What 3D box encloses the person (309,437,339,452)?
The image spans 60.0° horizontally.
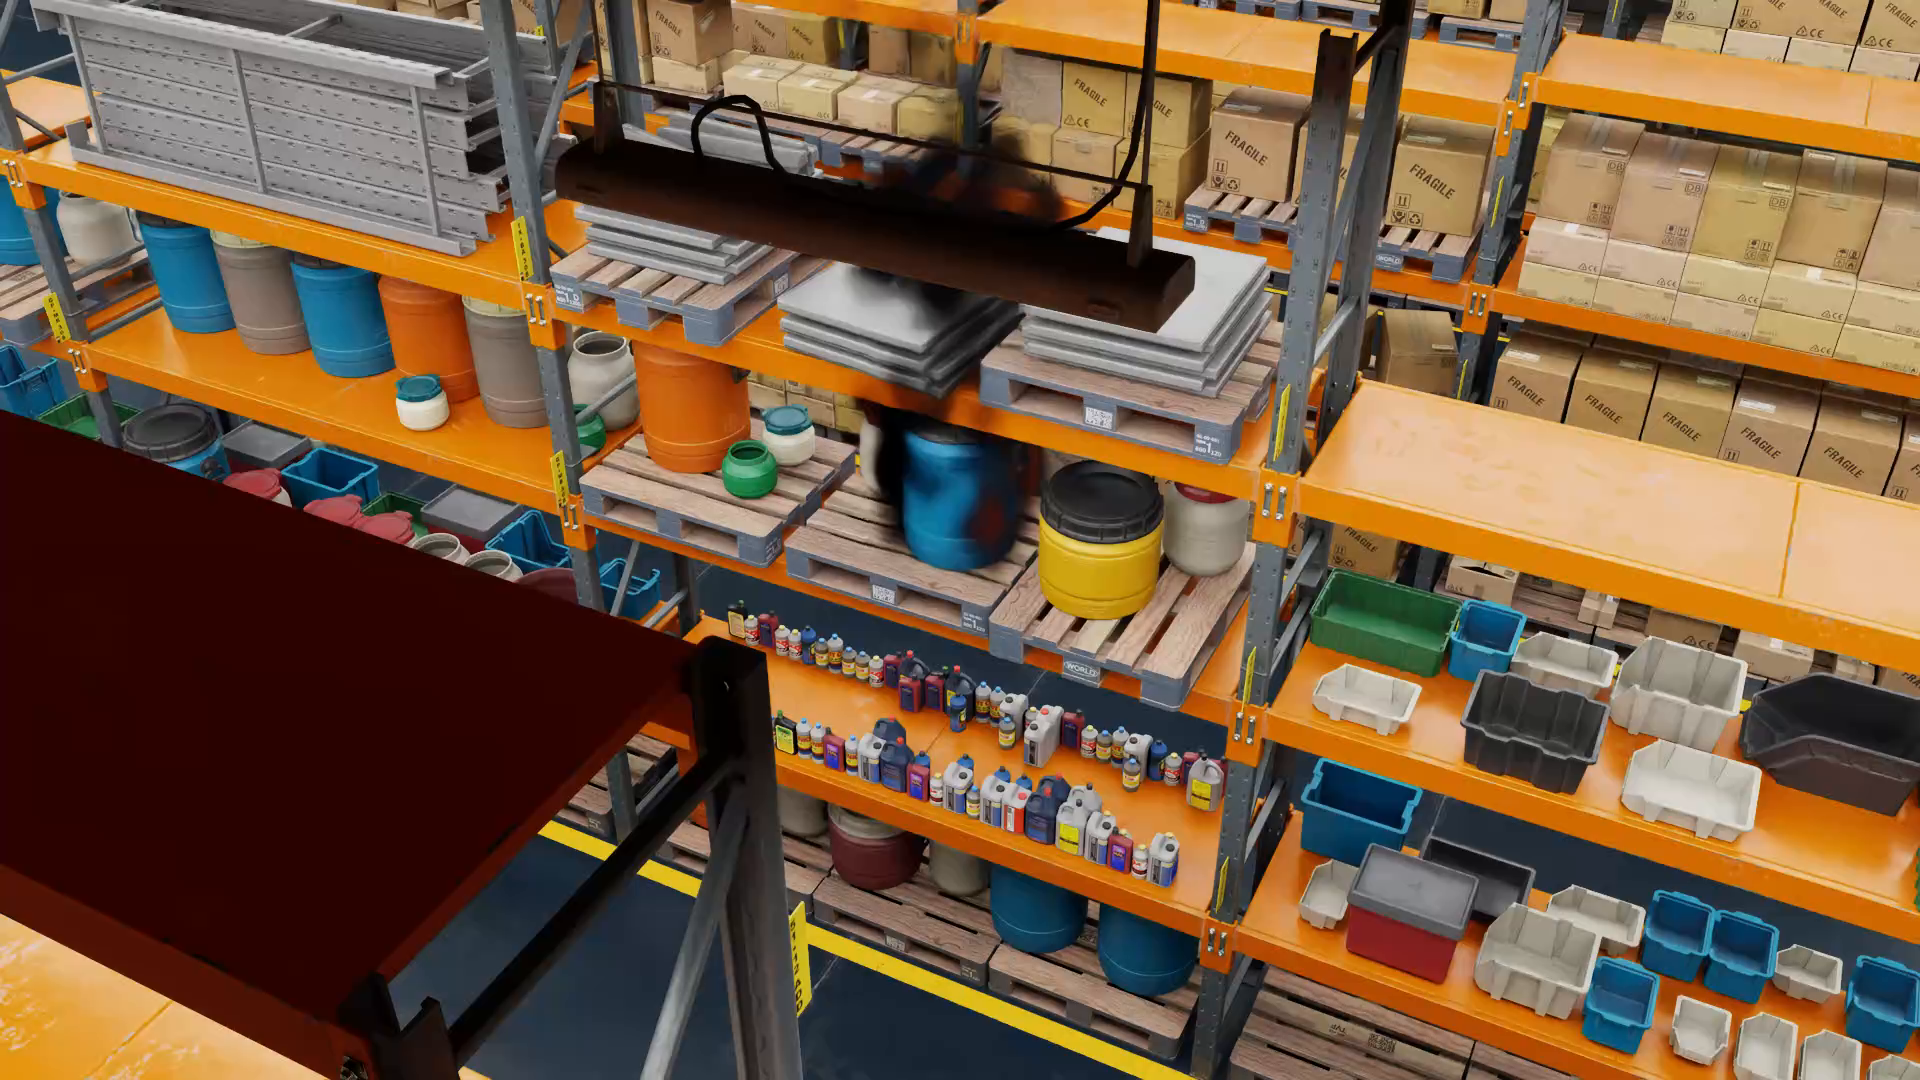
[{"bbox_3d":[-5.327,-0.921,13.686,0.668,1.749,0.684,19,39,25],"label":"person"}]

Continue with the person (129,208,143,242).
[{"bbox_3d":[-8.650,-3.850,17.805,0.943,1.802,0.684,-14,38,-19],"label":"person"}]
